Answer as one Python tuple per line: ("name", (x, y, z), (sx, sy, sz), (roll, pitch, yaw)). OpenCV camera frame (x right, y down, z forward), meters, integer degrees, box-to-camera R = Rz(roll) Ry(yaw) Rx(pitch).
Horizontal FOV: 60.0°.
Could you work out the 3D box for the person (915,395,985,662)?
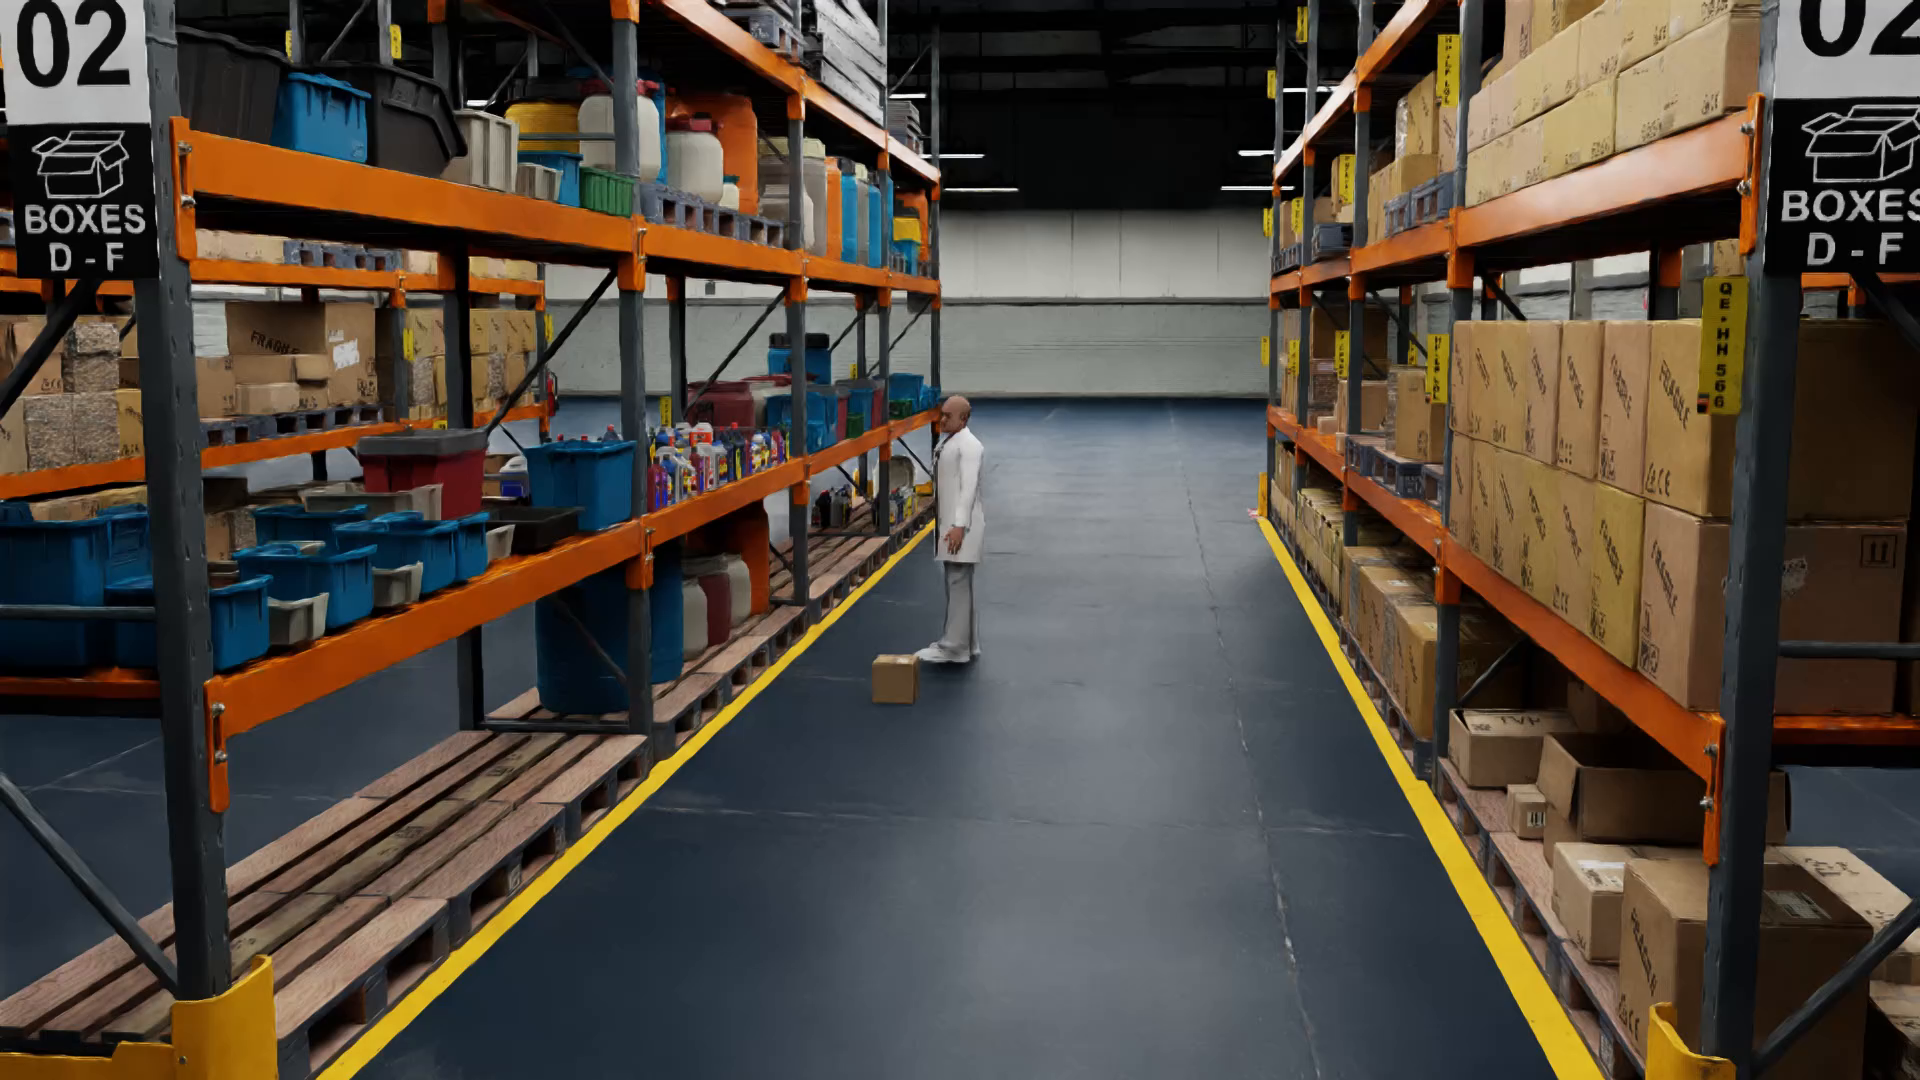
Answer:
("person", (-0.083, -0.073, 11.174), (0.520, 1.786, 0.647), (-2, 8, -15))
